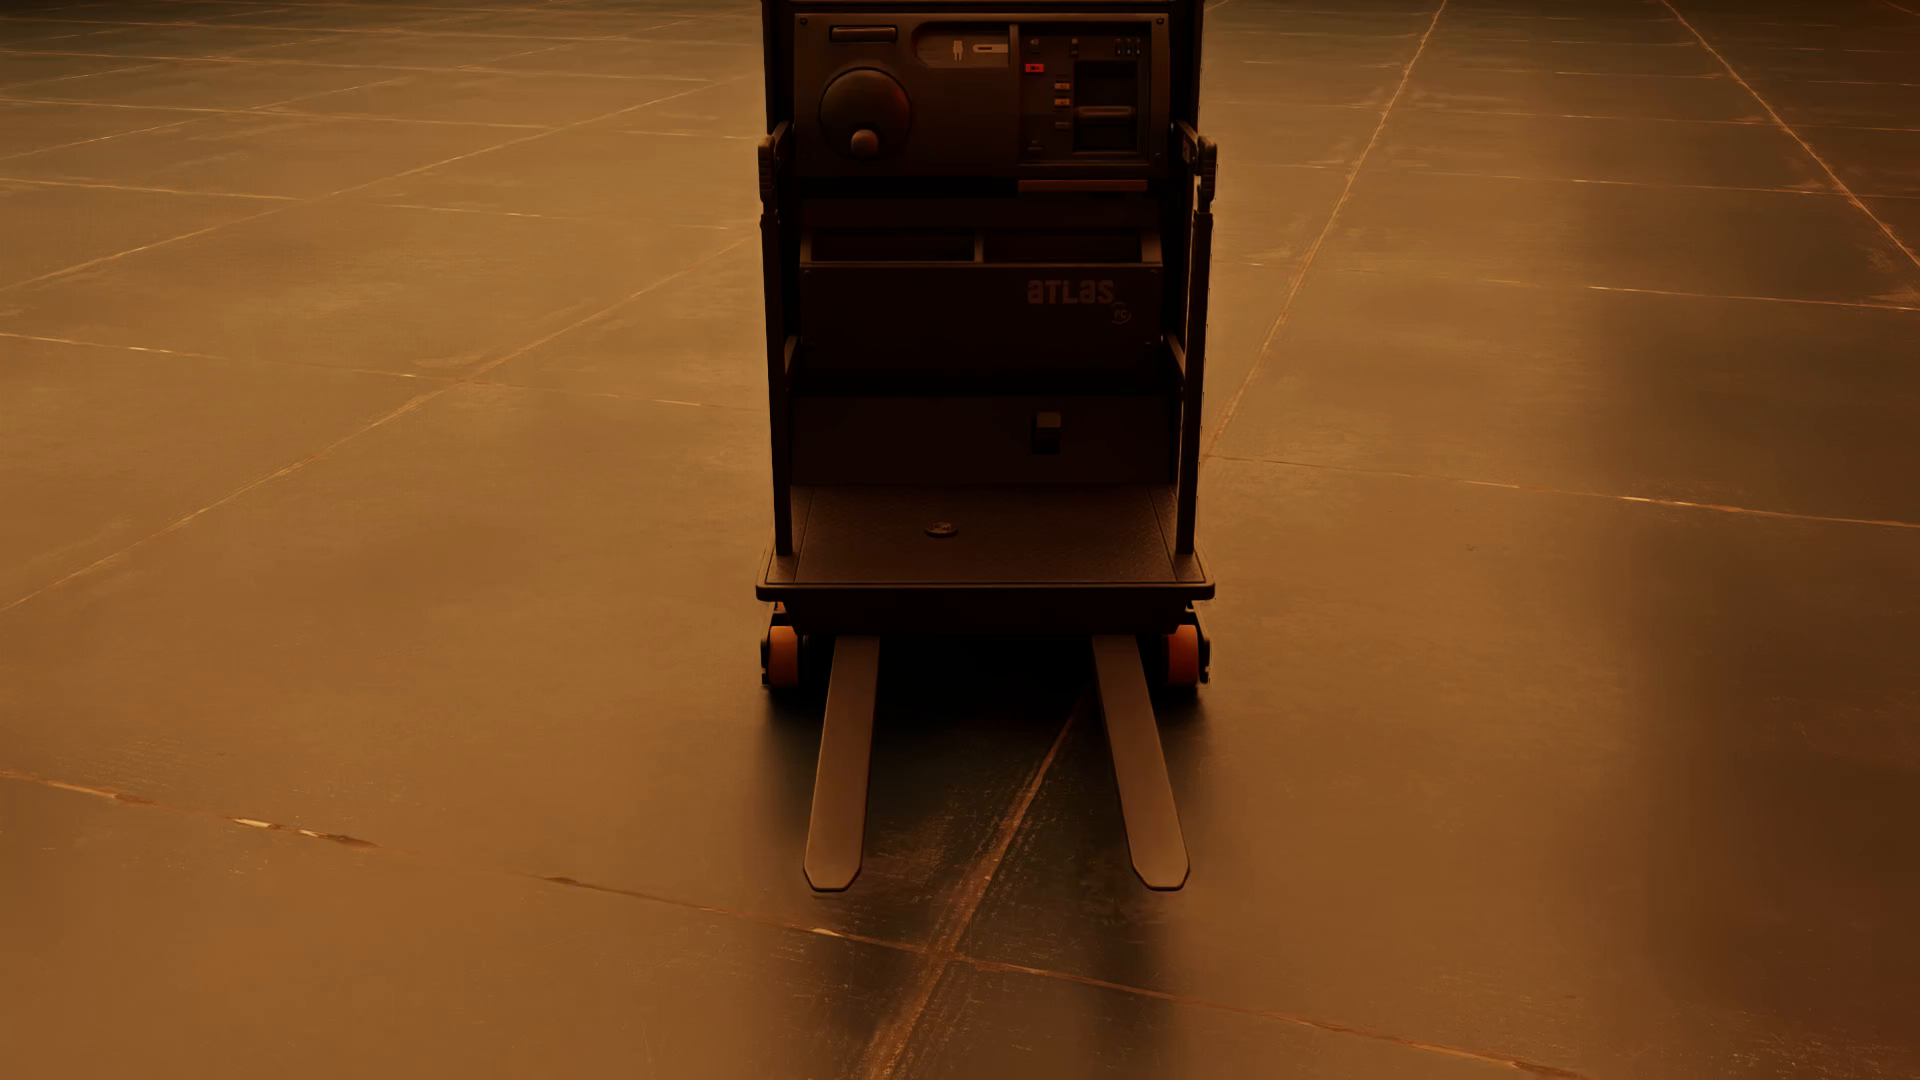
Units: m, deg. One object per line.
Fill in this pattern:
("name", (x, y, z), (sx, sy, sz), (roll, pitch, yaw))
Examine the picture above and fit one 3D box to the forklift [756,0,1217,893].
("forklift", (0.058, -1.095, 3.933), (1.130, 2.935, 3.031), (0, 22, 0))
